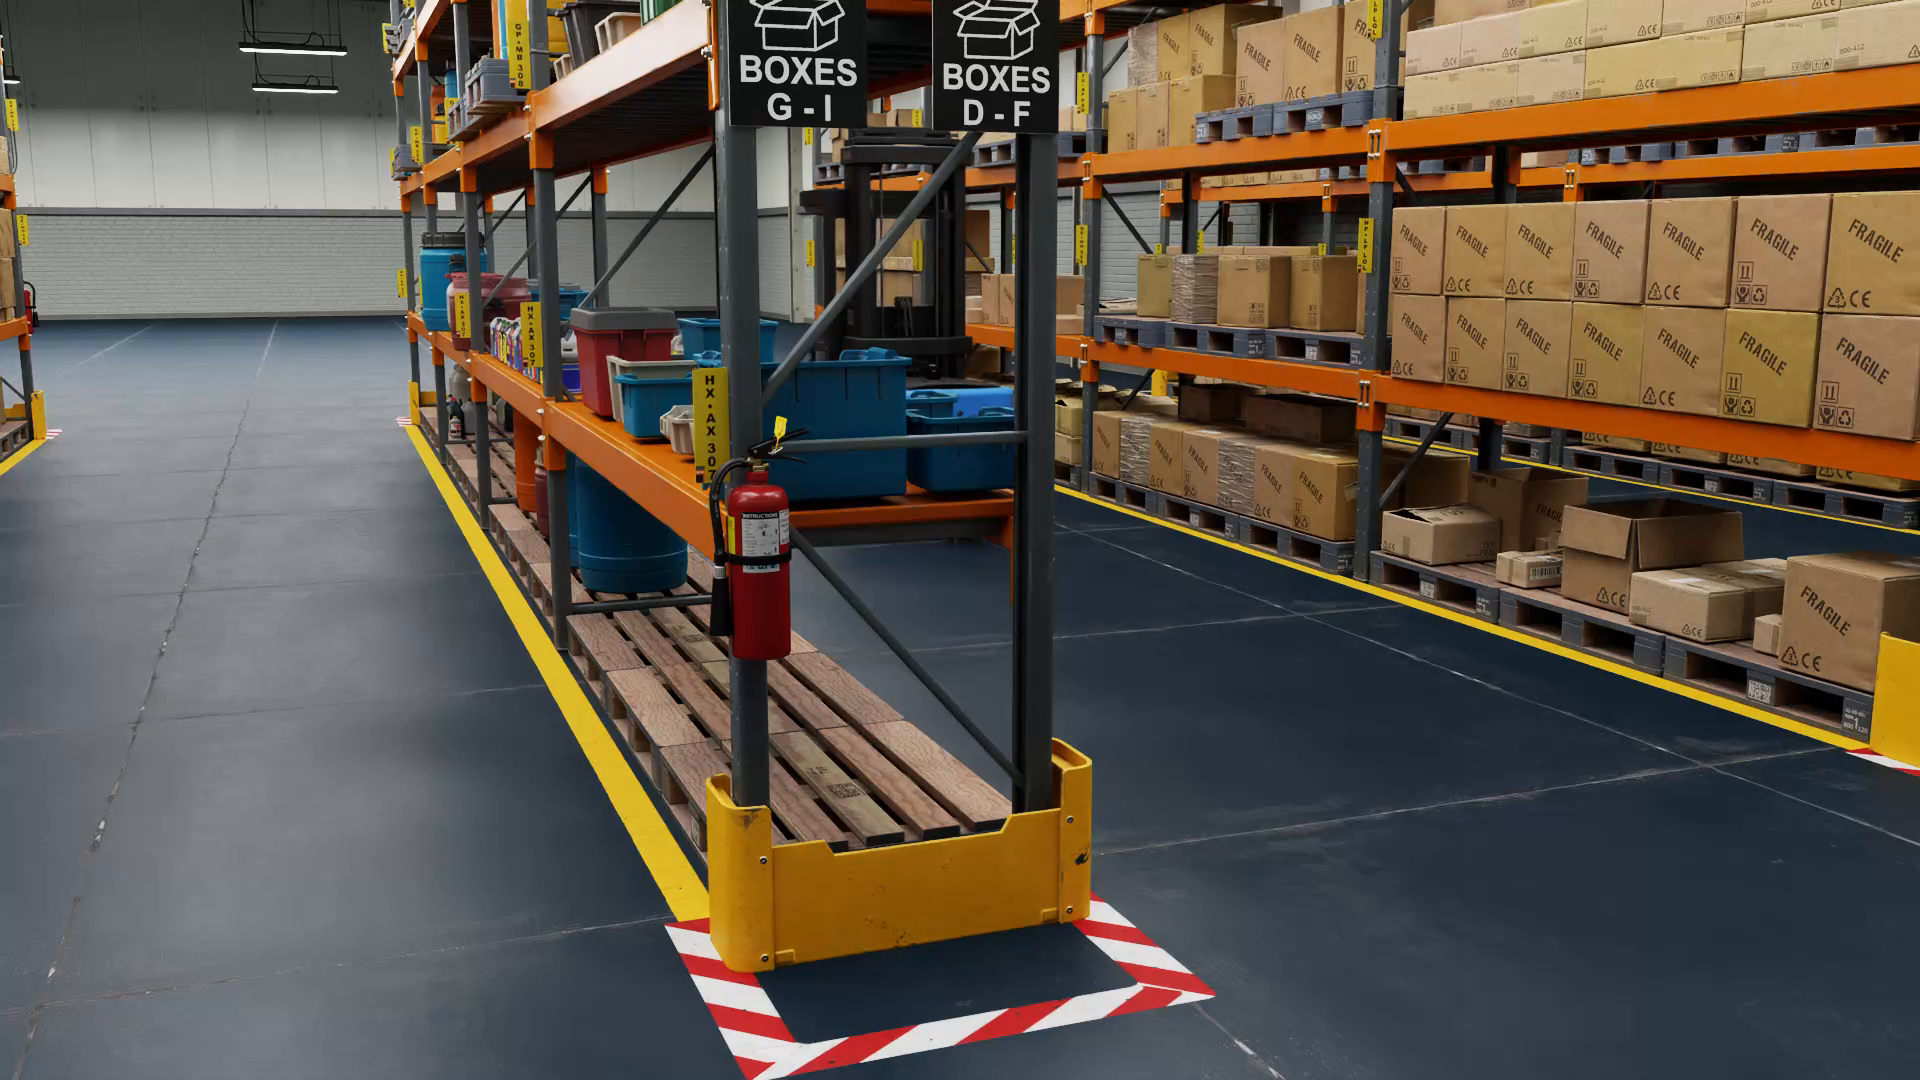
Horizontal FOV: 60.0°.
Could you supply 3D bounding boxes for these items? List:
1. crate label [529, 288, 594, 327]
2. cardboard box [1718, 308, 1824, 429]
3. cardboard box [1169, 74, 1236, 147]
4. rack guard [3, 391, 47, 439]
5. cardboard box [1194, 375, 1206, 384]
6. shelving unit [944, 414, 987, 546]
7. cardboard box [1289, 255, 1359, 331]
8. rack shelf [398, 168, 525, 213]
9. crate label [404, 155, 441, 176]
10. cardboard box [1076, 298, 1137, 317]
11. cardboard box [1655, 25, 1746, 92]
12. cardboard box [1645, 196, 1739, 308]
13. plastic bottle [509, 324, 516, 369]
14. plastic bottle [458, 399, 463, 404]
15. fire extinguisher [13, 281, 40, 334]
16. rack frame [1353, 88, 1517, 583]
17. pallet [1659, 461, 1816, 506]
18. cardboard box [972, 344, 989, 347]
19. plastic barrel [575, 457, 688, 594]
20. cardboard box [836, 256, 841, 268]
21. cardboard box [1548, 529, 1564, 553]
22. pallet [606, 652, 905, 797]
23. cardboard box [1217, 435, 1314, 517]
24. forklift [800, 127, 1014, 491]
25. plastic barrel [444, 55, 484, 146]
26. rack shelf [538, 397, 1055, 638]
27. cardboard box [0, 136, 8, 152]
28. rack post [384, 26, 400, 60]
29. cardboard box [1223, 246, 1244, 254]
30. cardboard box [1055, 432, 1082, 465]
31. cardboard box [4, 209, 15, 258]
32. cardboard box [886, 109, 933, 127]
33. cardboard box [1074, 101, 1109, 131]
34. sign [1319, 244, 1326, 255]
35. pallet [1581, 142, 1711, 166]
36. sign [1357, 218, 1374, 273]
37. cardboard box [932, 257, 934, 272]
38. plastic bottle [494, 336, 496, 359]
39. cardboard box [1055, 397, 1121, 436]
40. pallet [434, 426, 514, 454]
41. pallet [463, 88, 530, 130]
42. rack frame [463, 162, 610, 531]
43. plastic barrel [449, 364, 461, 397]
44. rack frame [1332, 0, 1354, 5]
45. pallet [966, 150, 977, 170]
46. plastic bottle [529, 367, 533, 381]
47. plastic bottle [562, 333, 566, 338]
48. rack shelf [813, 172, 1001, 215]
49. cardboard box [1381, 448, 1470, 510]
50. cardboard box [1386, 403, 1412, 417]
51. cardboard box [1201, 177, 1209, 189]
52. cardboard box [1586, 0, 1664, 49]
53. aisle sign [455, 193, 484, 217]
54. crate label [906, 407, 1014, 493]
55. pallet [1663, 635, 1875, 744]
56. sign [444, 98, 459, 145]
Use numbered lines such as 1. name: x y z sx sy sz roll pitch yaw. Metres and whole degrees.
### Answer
1. crate label: -3.204 -1.784 13.283 0.502 0.435 0.616 -4 11 -21
2. cardboard box: 3.814 -0.785 7.481 0.500 0.500 0.500 -4 11 -20
3. cardboard box: 2.085 -3.190 12.437 0.910 0.500 0.500 -4 11 -21
4. rack guard: -10.584 -1.336 18.001 1.175 0.500 0.348 -4 11 -21
5. cardboard box: 3.405 -2.296 22.683 0.500 0.311 0.500 -5 11 -27
6. shelving unit: 0.038 -0.426 11.745 0.258 0.900 0.210 -4 11 -21
7. cardboard box: 2.700 -1.704 11.449 0.700 0.500 0.500 -2 10 -12
8. rack shelf: -5.271 -3.689 17.584 1.077 0.370 4.000 -4 11 -21
9. crate label: -5.625 -3.970 17.534 0.502 0.251 0.408 -4 11 -21
10. cardboard box: 1.378 -2.015 14.939 0.500 0.311 0.500 -4 11 -22
11. cardboard box: 3.625 -2.228 7.745 0.500 0.250 0.500 -4 11 -21
12. cardboard box: 3.627 -1.359 7.852 0.500 0.500 0.500 -4 11 -19
13. plastic bottle: -2.865 -1.247 10.699 0.061 0.283 0.133 -4 11 -21
14. plastic bottle: -5.191 -1.324 17.297 0.061 0.283 0.133 -4 11 -21
15. fire extinguisher: -10.224 -2.589 18.128 0.296 0.674 0.183 -4 11 -21
16. rack frame: 2.971 -1.248 10.371 1.000 3.000 0.127 -4 11 -21
17. pallet: 6.791 -0.511 14.189 1.003 0.211 1.213 -4 11 -21
18. cardboard box: 0.008 -1.953 18.844 0.500 0.500 0.500 -4 11 -21
19. plastic barrel: -1.828 -0.198 9.260 0.600 0.901 0.708 -4 11 -21
20. cardboard box: -1.338 -3.455 20.639 0.380 0.149 0.250 -4 11 -22
21. cardboard box: 3.714 0.057 9.458 0.500 0.311 0.500 -4 11 -21
22. pallet: -0.898 0.756 7.069 1.003 0.211 1.213 -4 11 -21
23. cardboard box: 2.173 -0.459 11.819 0.500 0.500 0.500 -4 11 -20
24. forklift: -0.601 -1.687 13.037 1.130 2.935 3.031 -4 11 -21
25. plastic barrel: -4.807 -4.340 16.557 0.600 0.901 0.708 -4 11 -21
26. rack shelf: -0.922 -0.254 6.835 1.077 0.370 4.000 -4 11 -21
27. cardboard box: -10.220 -4.152 17.424 0.380 0.149 0.250 -4 11 -21
28. rack post: -5.840 -5.469 18.398 0.937 0.300 0.954 -3 10 -15
29. cardboard box: 3.681 -3.480 21.151 0.500 0.500 0.500 -4 11 -19
30. cardboard box: 1.104 -0.824 14.641 0.500 0.250 0.500 -4 11 -20
31. cardboard box: -10.182 -3.193 17.313 0.500 0.500 0.500 -4 11 -21
32. cardboard box: -0.407 -4.634 18.948 0.797 0.503 0.637 -3 10 -15
33. cardboard box: 1.305 -3.581 14.152 0.500 0.250 0.500 -5 11 -25
34. sign: 4.185 -3.259 19.207 0.100 0.325 0.005 -4 11 -21
35. pallet: 6.420 -3.498 14.994 1.213 0.211 1.003 -3 11 -18
36. sign: 2.455 -1.782 10.068 0.100 0.325 0.005 -4 11 -21
37. cardboard box: -0.226 -2.953 17.820 0.380 0.149 0.250 -4 11 -21
38. plastic bottle: -3.189 -1.362 11.577 0.097 0.201 0.097 0 10 0
39. cardboard box: 1.102 -1.100 14.589 0.500 0.311 0.500 -4 11 -19
40. pallet: -4.750 -0.979 16.824 1.003 0.211 1.213 -4 11 -21
41. pallet: -2.436 -2.625 10.085 1.003 0.211 1.213 -4 11 -21
42. rack frame: -3.096 -1.587 12.278 1.000 3.000 0.127 -4 11 -21
43. plastic barrel: -5.686 -1.772 19.223 0.421 0.512 0.421 0 10 0
44. rack frame: 4.688 -5.822 18.958 1.000 3.000 0.127 -4 11 -21
45. pallet: 0.404 -3.793 16.661 0.805 0.209 1.217 -4 11 -23
46. plastic bottle: -2.455 -1.081 9.786 0.152 0.276 0.135 -4 11 -21
47. plastic bottle: -2.345 -1.090 9.848 0.097 0.271 0.097 0 10 0
48. rack shelf: -0.652 -4.003 19.348 1.077 0.370 4.000 -4 11 -21
49. cardboard box: 3.023 -0.328 11.082 0.500 0.500 0.500 -4 11 -23
50. cardboard box: 5.204 -1.654 18.538 0.700 0.500 0.500 -4 11 -22
51. cardboard box: 3.288 -4.897 21.979 0.500 0.500 0.500 -3 11 -17
52. cardboard box: 3.451 -2.557 8.163 0.500 0.250 0.500 -4 11 -21
53. aisle sign: -5.744 -4.203 19.563 0.394 0.787 0.004 -4 11 -21
54. crate label: 0.020 -0.290 5.290 0.416 0.233 0.303 -4 11 -21
55. pallet: 4.103 0.635 7.746 1.003 0.211 1.213 -4 11 -21
56. sign: -3.606 -2.976 11.822 0.100 0.325 0.005 -4 11 -21
